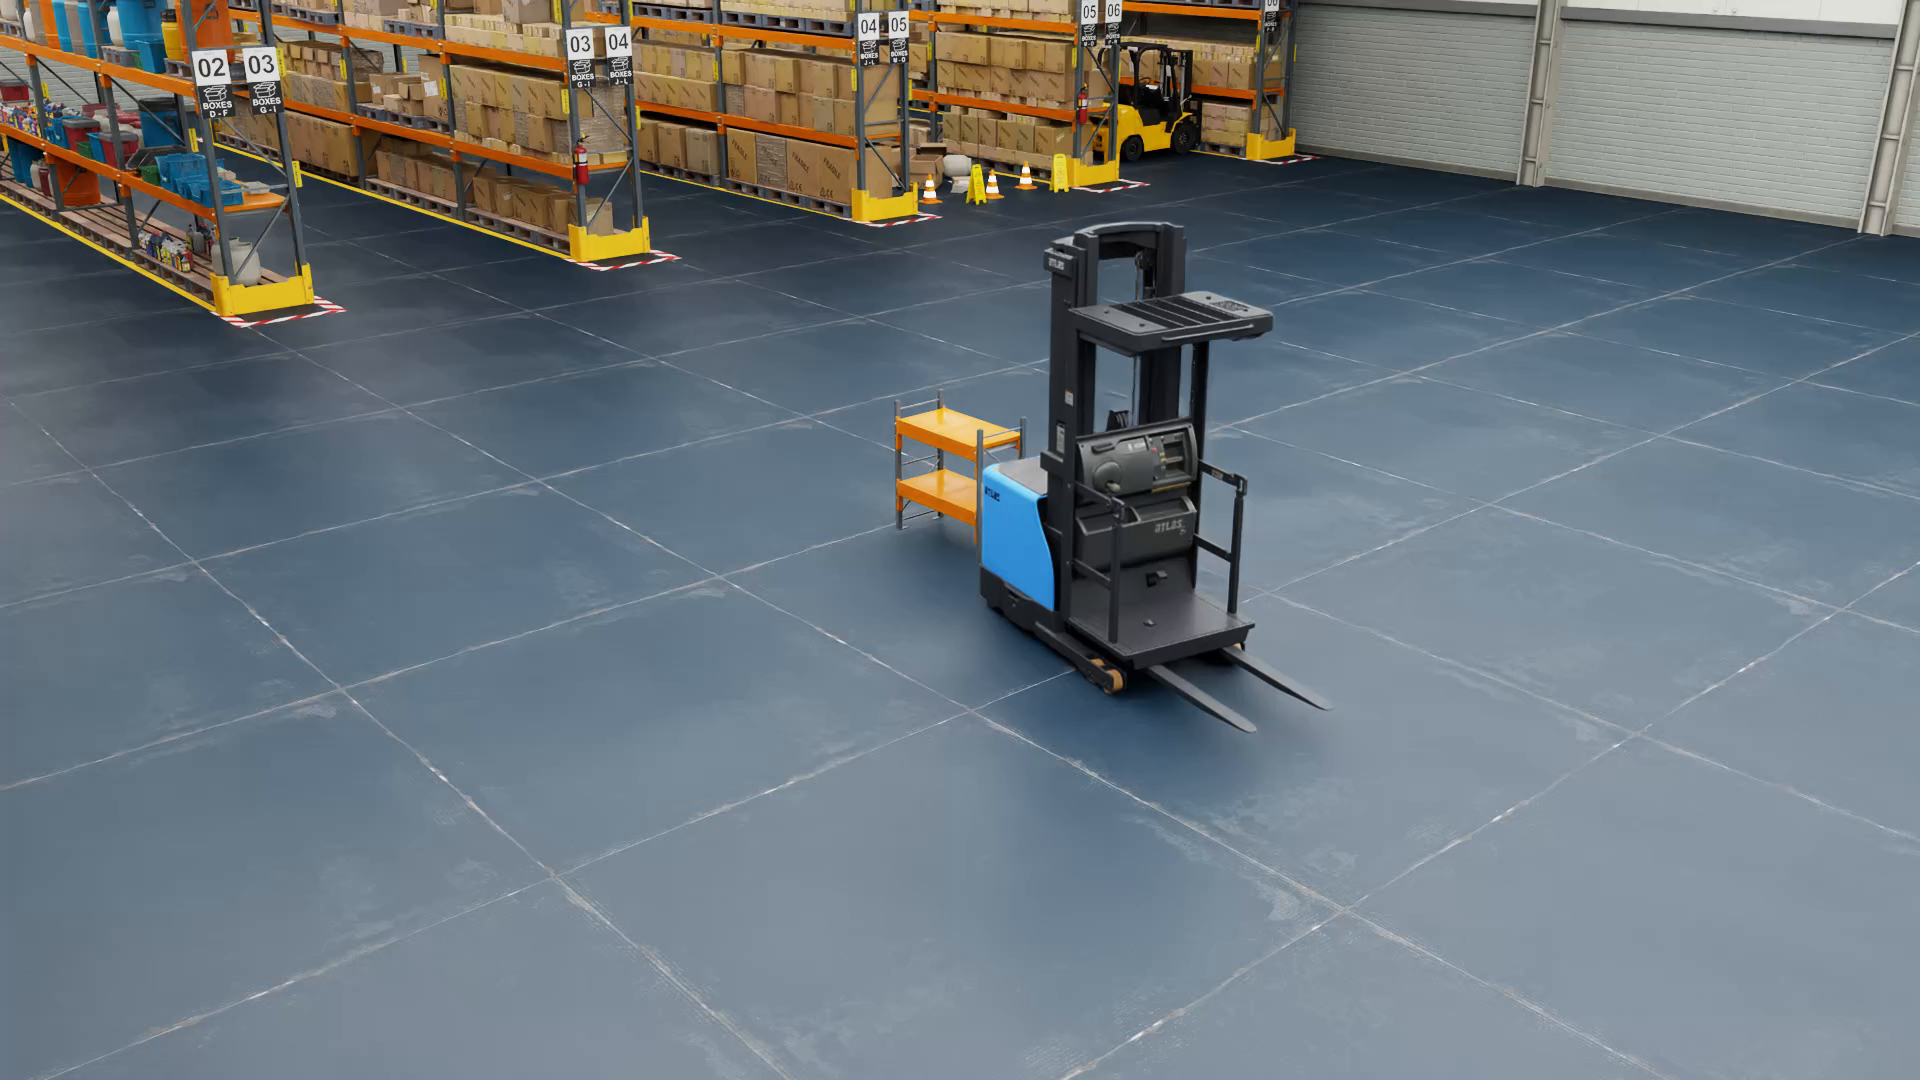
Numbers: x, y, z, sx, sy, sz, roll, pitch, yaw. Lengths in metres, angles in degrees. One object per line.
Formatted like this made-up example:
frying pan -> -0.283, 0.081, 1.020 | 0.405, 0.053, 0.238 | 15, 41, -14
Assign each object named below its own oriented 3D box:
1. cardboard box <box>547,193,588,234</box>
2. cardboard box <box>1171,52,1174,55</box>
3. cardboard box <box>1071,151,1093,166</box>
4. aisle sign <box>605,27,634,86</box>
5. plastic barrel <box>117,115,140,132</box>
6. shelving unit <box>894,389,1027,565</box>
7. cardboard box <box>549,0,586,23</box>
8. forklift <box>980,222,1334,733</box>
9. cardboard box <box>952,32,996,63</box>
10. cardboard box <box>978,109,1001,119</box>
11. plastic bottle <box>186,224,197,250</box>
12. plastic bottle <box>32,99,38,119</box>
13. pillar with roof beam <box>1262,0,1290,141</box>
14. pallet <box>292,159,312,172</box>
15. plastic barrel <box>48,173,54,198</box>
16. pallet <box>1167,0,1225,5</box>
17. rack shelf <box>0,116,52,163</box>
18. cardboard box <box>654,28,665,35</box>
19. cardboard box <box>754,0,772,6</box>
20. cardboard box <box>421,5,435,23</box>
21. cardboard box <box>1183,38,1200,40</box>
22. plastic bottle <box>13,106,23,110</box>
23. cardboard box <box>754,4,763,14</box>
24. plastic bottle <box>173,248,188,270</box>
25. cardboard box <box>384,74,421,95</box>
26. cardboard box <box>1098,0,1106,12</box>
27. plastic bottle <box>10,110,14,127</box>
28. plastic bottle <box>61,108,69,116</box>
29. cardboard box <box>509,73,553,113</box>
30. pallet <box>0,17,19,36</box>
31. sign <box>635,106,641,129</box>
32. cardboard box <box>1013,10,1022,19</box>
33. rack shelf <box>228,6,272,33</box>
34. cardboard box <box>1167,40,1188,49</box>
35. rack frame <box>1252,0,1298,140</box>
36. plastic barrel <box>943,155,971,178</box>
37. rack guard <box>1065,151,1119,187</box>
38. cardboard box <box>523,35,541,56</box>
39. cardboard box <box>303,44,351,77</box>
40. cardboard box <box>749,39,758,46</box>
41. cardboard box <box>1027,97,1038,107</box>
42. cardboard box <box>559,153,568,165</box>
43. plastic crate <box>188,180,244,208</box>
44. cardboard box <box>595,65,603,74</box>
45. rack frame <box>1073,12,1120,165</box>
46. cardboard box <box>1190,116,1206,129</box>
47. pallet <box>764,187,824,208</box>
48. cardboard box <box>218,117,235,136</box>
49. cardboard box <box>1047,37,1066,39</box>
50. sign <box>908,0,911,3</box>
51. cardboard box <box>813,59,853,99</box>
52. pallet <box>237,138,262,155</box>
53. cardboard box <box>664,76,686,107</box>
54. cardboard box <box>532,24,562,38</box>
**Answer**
cardboard box -> -5.876, -4.917, 25.002 | 0.500, 0.500, 0.500 | -10, 23, -24
cardboard box -> 4.412, -10.036, 34.194 | 0.380, 0.149, 0.250 | -19, 28, -39
cardboard box -> 2.126, -7.115, 30.957 | 0.500, 0.250, 0.500 | -18, 28, -38
aisle sign -> -4.797, -6.816, 23.436 | 0.394, 0.787, 0.004 | -17, 27, -37
plastic barrel -> -12.365, -6.060, 24.884 | 0.433, 0.535, 0.433 | 0, 21, 0
shelving unit -> -0.004, -0.526, 13.510 | 0.538, 1.125, 1.048 | -17, 27, -37
cardboard box -> -5.829, -7.841, 24.272 | 0.500, 0.500, 0.500 | -18, 27, -38
forklift -> 1.310, -0.526, 11.034 | 1.130, 2.935, 3.031 | -12, 24, -27
cardboard box -> 0.271, -9.347, 31.546 | 0.700, 0.500, 0.500 | -17, 27, -37
cardboard box -> 0.563, -8.091, 31.532 | 0.380, 0.149, 0.250 | -16, 26, -34
plastic bottle -> -10.899, -4.306, 23.619 | 0.144, 0.351, 0.185 | -17, 27, -37
plastic bottle -> -15.912, -7.455, 28.698 | 0.144, 0.351, 0.185 | -17, 27, -37
pillar with roof beam -> 3.167, -11.269, 30.143 | 9.100, 9.000, 0.400 | -17, 27, -37
pallet -> -12.337, -7.373, 32.246 | 1.003, 0.211, 1.213 | -17, 27, -37
plastic barrel -> -14.808, -5.886, 27.460 | 0.421, 0.512, 0.421 | 0, 21, 0
pallet -> 4.958, -10.988, 33.659 | 1.003, 0.211, 1.213 | -17, 27, -37
rack shelf -> -15.345, -6.801, 27.946 | 1.077, 0.370, 4.000 | -17, 27, -37
cardboard box -> -6.893, -12.224, 39.299 | 0.500, 0.500, 0.500 | -17, 27, -37
cardboard box -> -3.085, -9.037, 27.642 | 0.500, 0.250, 0.500 | -18, 28, -38
cardboard box -> -8.365, -8.422, 26.596 | 0.396, 0.266, 0.258 | -16, 27, -36
cardboard box -> 4.838, -10.308, 34.480 | 0.380, 0.149, 0.250 | -18, 28, -38
plastic bottle -> -15.917, -7.192, 28.130 | 0.152, 0.276, 0.135 | -17, 27, -37
cardboard box -> -3.207, -8.869, 27.760 | 0.380, 0.149, 0.250 | -18, 28, -38
plastic bottle -> -10.492, -3.788, 22.401 | 0.152, 0.276, 0.135 | -17, 27, -37
cardboard box -> -9.464, -7.734, 28.630 | 0.700, 0.500, 0.500 | -13, 25, -30
cardboard box -> 2.316, -9.579, 29.737 | 0.500, 0.250, 0.500 | -18, 28, -38
plastic bottle -> -15.762, -7.024, 27.707 | 0.097, 0.271, 0.097 | 0, 21, 0
plastic bottle -> -14.982, -7.105, 27.907 | 0.152, 0.276, 0.135 | -17, 27, -37
cardboard box -> -6.266, -6.571, 24.458 | 0.500, 0.500, 0.500 | -17, 27, -37
pallet -> -15.322, -8.491, 27.421 | 1.003, 0.211, 1.213 | -17, 27, -37
sign -> -4.654, -6.084, 23.943 | 0.100, 0.325, 0.005 | -17, 27, -37
cardboard box -> 1.183, -9.583, 30.295 | 0.380, 0.149, 0.250 | -18, 28, -39
rack shelf -> -14.203, -10.481, 33.231 | 1.077, 0.370, 4.000 | -17, 27, -37
cardboard box -> 4.474, -10.190, 34.179 | 0.380, 0.149, 0.250 | -18, 27, -38
rack frame -> 6.201, -9.094, 32.814 | 1.000, 3.000, 0.127 | -17, 27, -37
plastic barrel -> -0.053, -6.922, 30.801 | 0.512, 0.421, 0.421 | 0, 21, -1
rack guard -> 2.393, -6.768, 30.304 | 1.175, 0.500, 0.348 | -17, 27, -37
cardboard box -> -5.900, -7.089, 23.788 | 0.500, 0.250, 0.500 | -17, 27, -37
cardboard box -> -11.618, -8.846, 30.669 | 0.797, 0.503, 0.637 | -16, 27, -36
cardboard box -> -4.300, -11.134, 36.516 | 0.500, 0.500, 0.500 | -18, 28, -38
cardboard box -> 1.445, -8.030, 30.443 | 0.380, 0.149, 0.250 | -17, 27, -37
cardboard box -> -5.570, -5.534, 24.070 | 0.380, 0.149, 0.250 | -17, 27, -37
plastic crate -> -9.371, -4.370, 20.959 | 0.499, 0.251, 0.616 | -17, 27, -37
cardboard box -> -7.131, -9.160, 32.345 | 0.380, 0.149, 0.250 | -17, 27, -36
rack frame -> 2.443, -7.911, 29.795 | 1.000, 3.000, 0.127 | -17, 27, -37
cardboard box -> 4.974, -8.580, 34.013 | 0.500, 0.250, 0.500 | -18, 28, -39
pallet -> -2.615, -5.945, 28.600 | 1.003, 0.211, 1.213 | -17, 27, -37
cardboard box -> -15.031, -9.021, 34.966 | 0.875, 0.875, 0.875 | -17, 27, -37
cardboard box -> 2.110, -10.990, 36.629 | 0.380, 0.149, 0.250 | -18, 28, -39
sign -> -0.817, -8.676, 26.327 | 0.100, 0.325, 0.005 | -17, 27, -37
cardboard box -> -1.883, -7.519, 27.108 | 0.875, 0.550, 0.550 | -17, 27, -37
pallet -> -14.136, -8.135, 34.190 | 1.003, 0.211, 1.213 | -17, 27, -37
cardboard box -> -5.055, -8.216, 30.437 | 0.500, 0.500, 0.500 | -17, 27, -37
cardboard box -> -5.825, -7.216, 23.566 | 0.380, 0.149, 0.250 | -19, 28, -40
